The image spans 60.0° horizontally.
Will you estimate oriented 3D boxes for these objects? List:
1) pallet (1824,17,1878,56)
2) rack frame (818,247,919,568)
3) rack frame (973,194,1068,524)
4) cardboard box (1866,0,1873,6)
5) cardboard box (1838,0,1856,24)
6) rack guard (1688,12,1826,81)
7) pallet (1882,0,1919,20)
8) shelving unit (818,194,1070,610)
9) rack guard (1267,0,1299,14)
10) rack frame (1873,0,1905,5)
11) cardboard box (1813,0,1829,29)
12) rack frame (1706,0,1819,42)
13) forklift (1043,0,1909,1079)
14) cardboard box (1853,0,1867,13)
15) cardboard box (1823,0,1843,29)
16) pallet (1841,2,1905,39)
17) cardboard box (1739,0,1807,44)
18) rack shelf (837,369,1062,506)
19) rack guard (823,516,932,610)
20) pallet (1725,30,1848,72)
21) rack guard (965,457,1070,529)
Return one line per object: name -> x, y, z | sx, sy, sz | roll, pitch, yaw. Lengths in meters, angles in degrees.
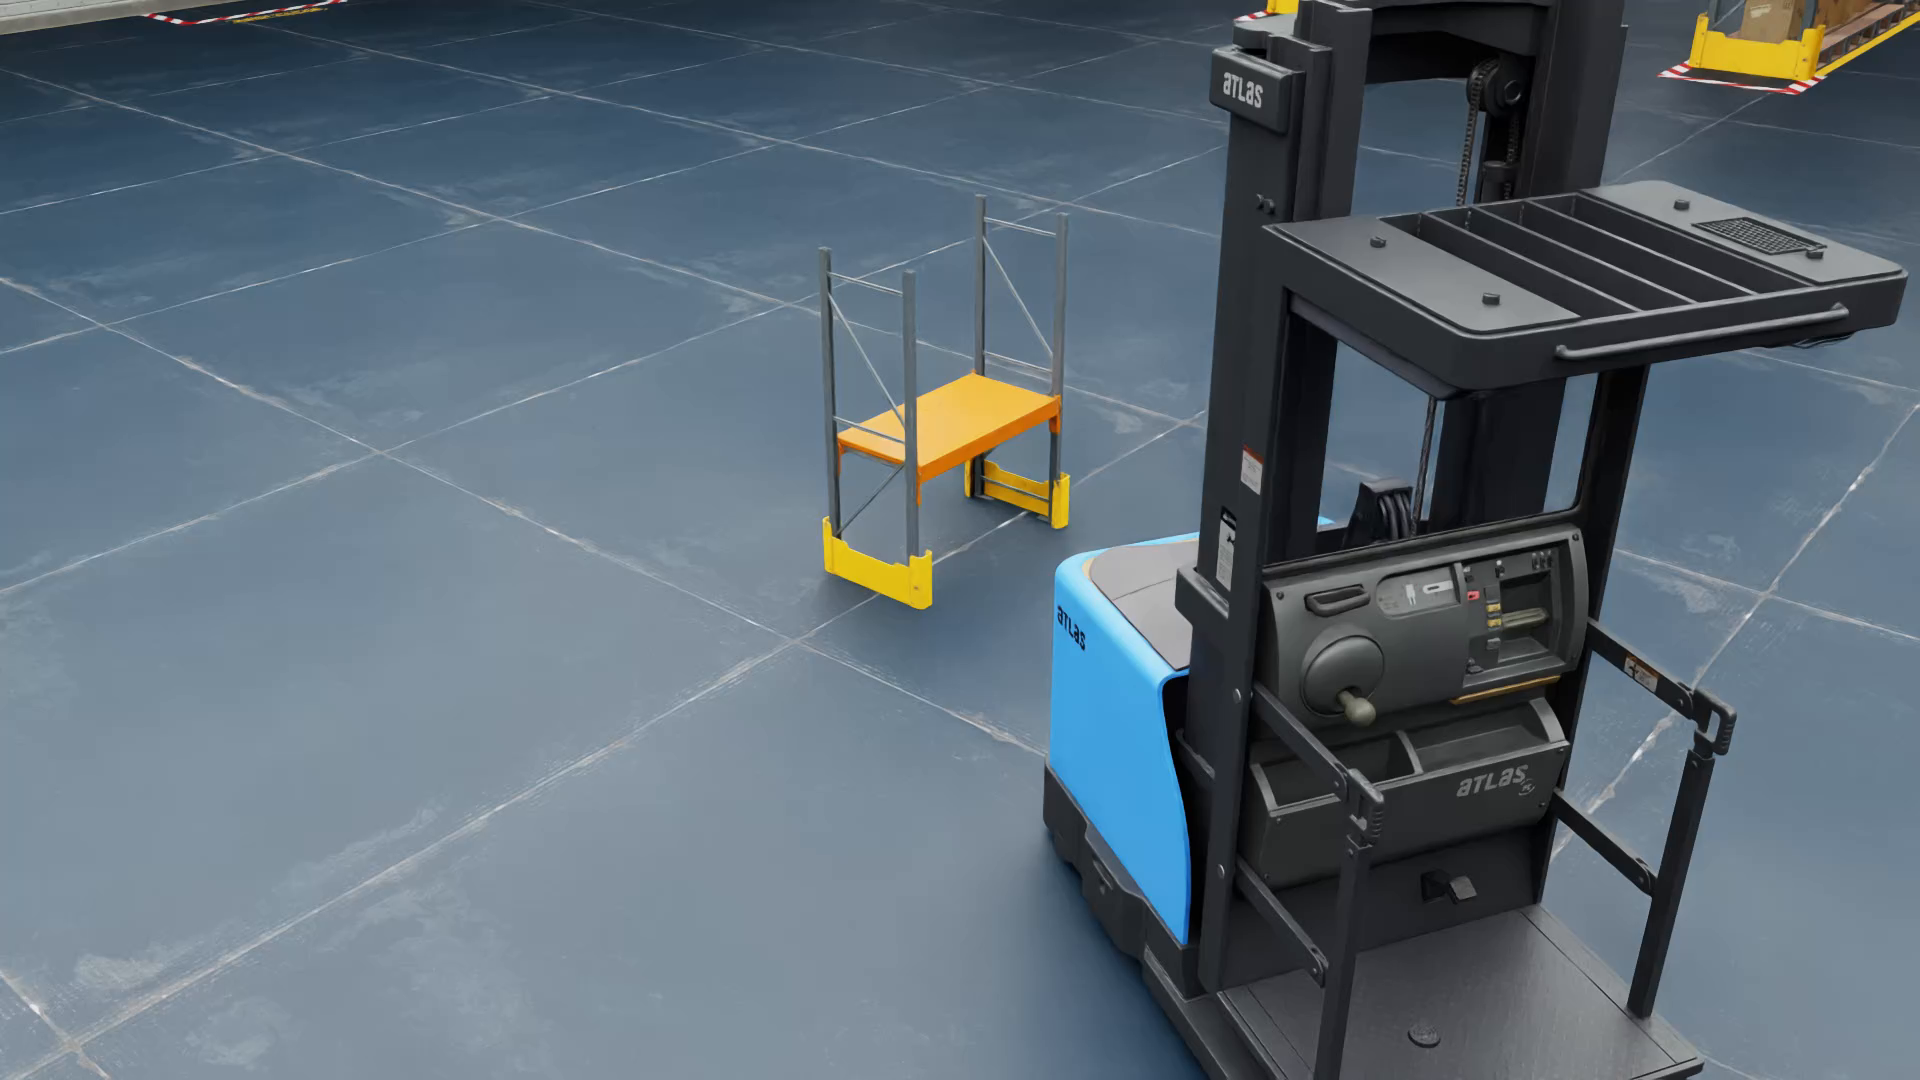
pallet -> 9.421, -5.610, 18.365 | 1.003, 0.211, 1.213 | 21, 34, 34
rack frame -> -0.378, -0.456, 6.999 | 0.500, 1.500, 0.032 | 21, 34, 34
rack frame -> 0.269, -0.816, 7.695 | 0.500, 1.500, 0.032 | 21, 34, 34
cardboard box -> 10.312, -6.478, 19.271 | 0.500, 0.500, 0.500 | 20, 33, 33
cardboard box -> 9.619, -6.029, 18.404 | 0.500, 0.500, 0.500 | 17, 32, 30
rack guard -> 8.101, -5.030, 16.929 | 1.175, 0.500, 0.348 | 21, 34, 34
pallet -> 11.091, -6.570, 20.220 | 1.003, 0.211, 1.213 | 21, 34, 34
shelving unit -> -0.048, -0.639, 7.353 | 0.587, 1.500, 1.083 | 21, 34, 34
rack guard -> 4.243, -6.491, 19.754 | 1.175, 0.500, 0.348 | 21, 34, 34
rack frame -> 10.597, -7.532, 19.044 | 1.000, 3.000, 0.127 | 21, 34, 34
cardboard box -> 8.817, -5.628, 17.628 | 0.500, 0.500, 0.500 | -18, 32, -31
rack frame -> 8.053, -6.113, 16.303 | 1.000, 3.000, 0.127 | 21, 34, 34
forklift -> 1.281, 0.259, 4.059 | 1.130, 2.935, 3.031 | -10, 29, -18
cardboard box -> 9.953, -6.273, 18.874 | 0.500, 0.500, 0.500 | -16, 31, -28
cardboard box -> 9.230, -5.845, 18.047 | 0.500, 0.500, 0.500 | 25, 36, 39
pallet -> 10.197, -6.045, 19.205 | 1.003, 0.211, 1.213 | 21, 34, 34
cardboard box -> 8.463, -5.406, 17.199 | 0.500, 0.500, 0.500 | -21, 34, -35
rack shelf -> -0.054, -0.476, 7.430 | 0.538, 0.185, 1.000 | 21, 34, 34
rack guard -> -0.365, 0.093, 7.299 | 0.587, 0.250, 0.087 | 21, 34, 34
pallet -> 8.645, -5.180, 17.533 | 1.003, 0.211, 1.213 | 21, 34, 34
rack guard -> 0.268, -0.261, 7.982 | 0.587, 0.250, 0.087 | 21, 34, 34
